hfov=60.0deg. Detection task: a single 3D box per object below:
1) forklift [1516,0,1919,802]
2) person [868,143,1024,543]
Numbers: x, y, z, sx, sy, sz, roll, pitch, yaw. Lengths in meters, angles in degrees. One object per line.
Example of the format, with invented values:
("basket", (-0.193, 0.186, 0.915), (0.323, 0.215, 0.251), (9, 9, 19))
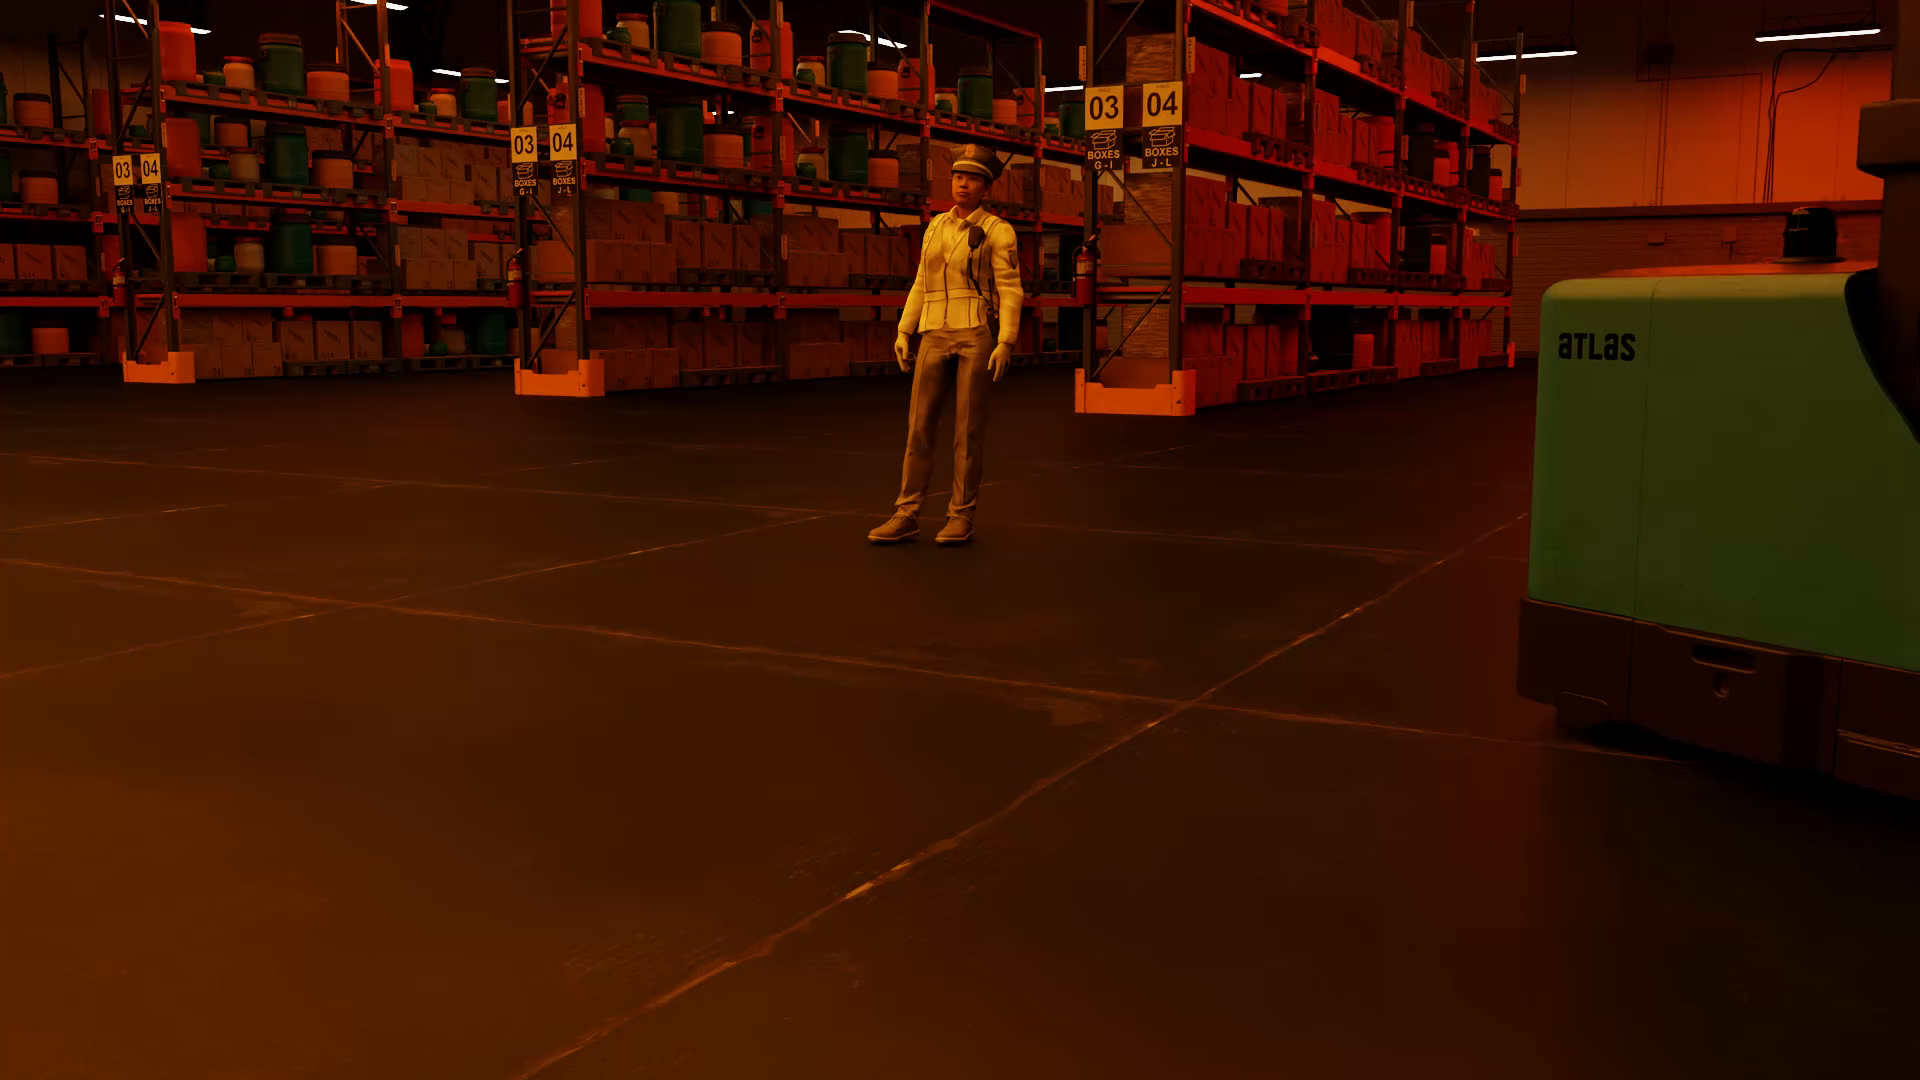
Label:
("forklift", (2.537, -0.866, 2.866), (1.130, 2.935, 3.031), (-5, 9, -30))
("person", (-0.039, -0.839, 7.141), (0.588, 1.695, 0.531), (4, 9, 29))
